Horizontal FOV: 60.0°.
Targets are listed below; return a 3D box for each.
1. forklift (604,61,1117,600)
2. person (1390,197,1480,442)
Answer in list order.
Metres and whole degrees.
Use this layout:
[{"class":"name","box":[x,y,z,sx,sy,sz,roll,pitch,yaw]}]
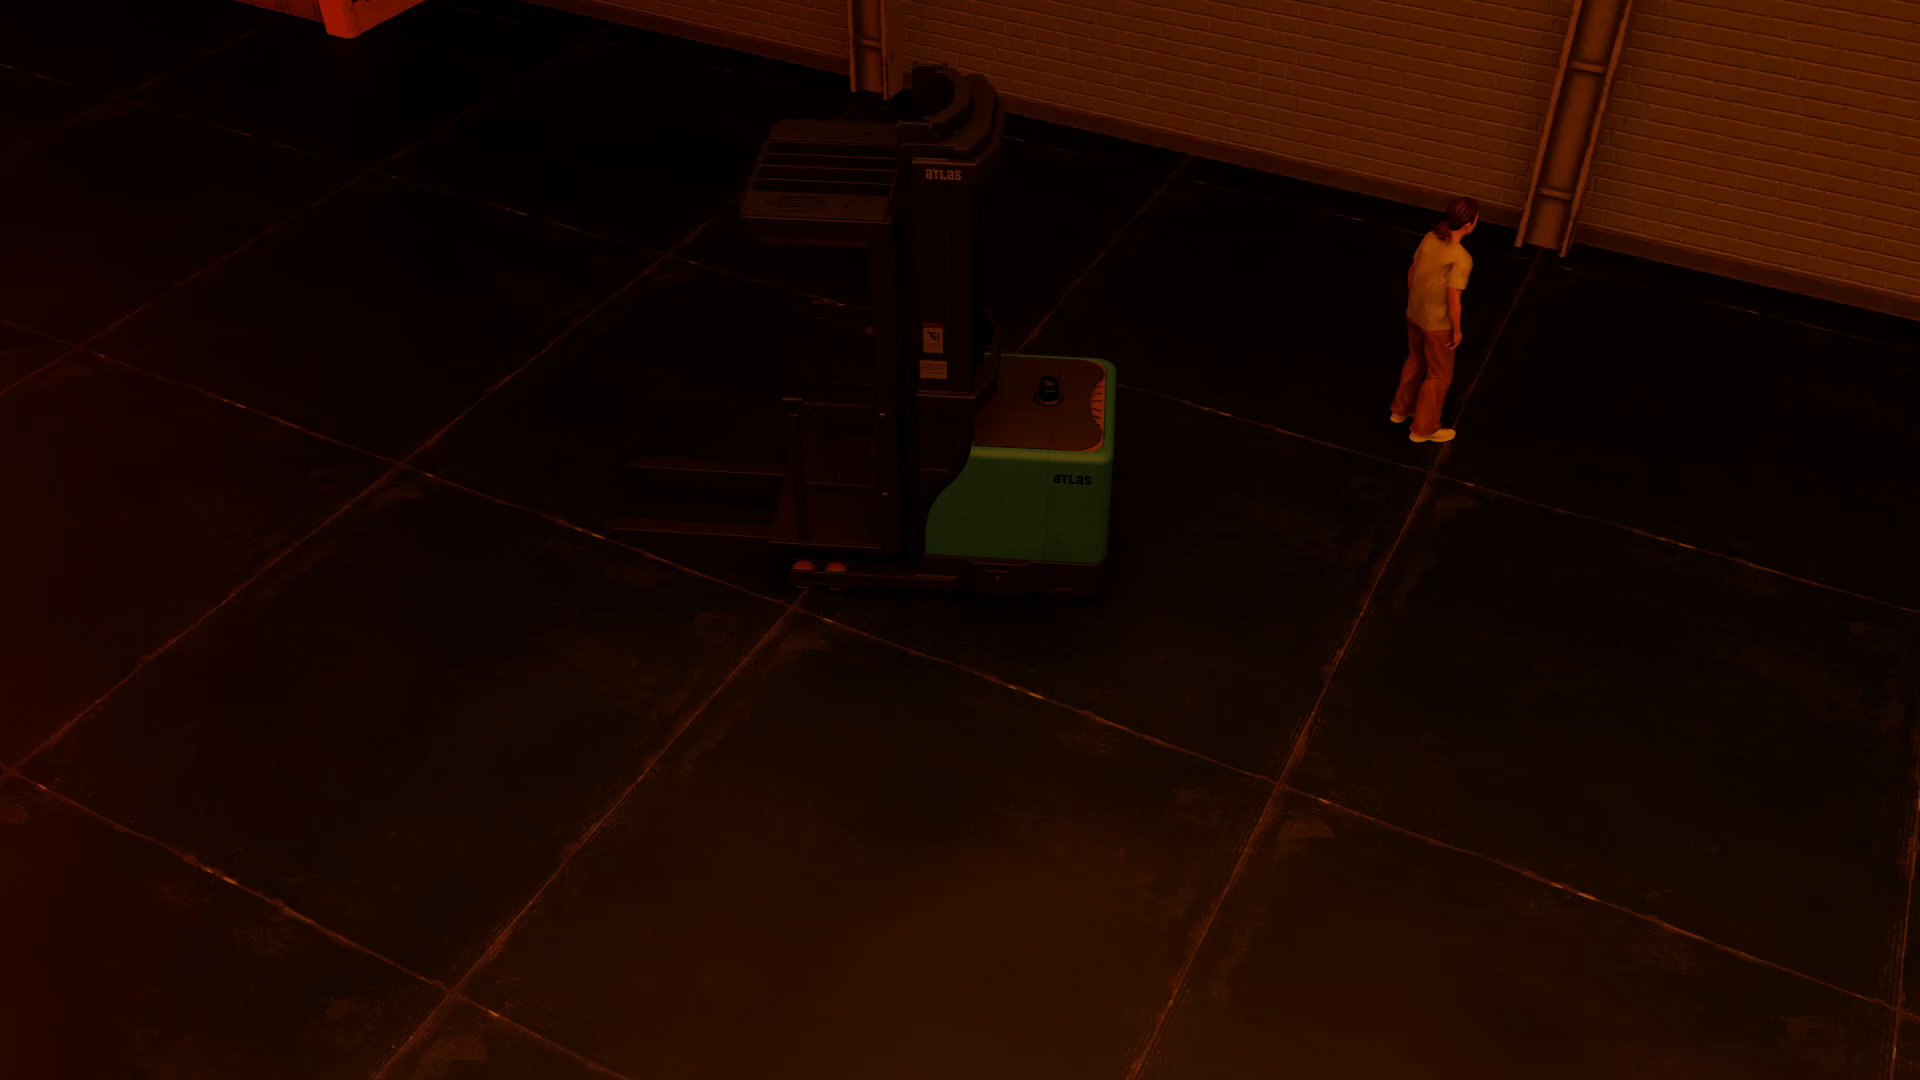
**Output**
[{"class":"forklift","box":[-0.606,-1.157,9.360,3.031,2.935,1.130,3,40,4]},{"class":"person","box":[3.052,-1.416,10.646,0.365,1.671,0.514,-15,42,-18]}]
